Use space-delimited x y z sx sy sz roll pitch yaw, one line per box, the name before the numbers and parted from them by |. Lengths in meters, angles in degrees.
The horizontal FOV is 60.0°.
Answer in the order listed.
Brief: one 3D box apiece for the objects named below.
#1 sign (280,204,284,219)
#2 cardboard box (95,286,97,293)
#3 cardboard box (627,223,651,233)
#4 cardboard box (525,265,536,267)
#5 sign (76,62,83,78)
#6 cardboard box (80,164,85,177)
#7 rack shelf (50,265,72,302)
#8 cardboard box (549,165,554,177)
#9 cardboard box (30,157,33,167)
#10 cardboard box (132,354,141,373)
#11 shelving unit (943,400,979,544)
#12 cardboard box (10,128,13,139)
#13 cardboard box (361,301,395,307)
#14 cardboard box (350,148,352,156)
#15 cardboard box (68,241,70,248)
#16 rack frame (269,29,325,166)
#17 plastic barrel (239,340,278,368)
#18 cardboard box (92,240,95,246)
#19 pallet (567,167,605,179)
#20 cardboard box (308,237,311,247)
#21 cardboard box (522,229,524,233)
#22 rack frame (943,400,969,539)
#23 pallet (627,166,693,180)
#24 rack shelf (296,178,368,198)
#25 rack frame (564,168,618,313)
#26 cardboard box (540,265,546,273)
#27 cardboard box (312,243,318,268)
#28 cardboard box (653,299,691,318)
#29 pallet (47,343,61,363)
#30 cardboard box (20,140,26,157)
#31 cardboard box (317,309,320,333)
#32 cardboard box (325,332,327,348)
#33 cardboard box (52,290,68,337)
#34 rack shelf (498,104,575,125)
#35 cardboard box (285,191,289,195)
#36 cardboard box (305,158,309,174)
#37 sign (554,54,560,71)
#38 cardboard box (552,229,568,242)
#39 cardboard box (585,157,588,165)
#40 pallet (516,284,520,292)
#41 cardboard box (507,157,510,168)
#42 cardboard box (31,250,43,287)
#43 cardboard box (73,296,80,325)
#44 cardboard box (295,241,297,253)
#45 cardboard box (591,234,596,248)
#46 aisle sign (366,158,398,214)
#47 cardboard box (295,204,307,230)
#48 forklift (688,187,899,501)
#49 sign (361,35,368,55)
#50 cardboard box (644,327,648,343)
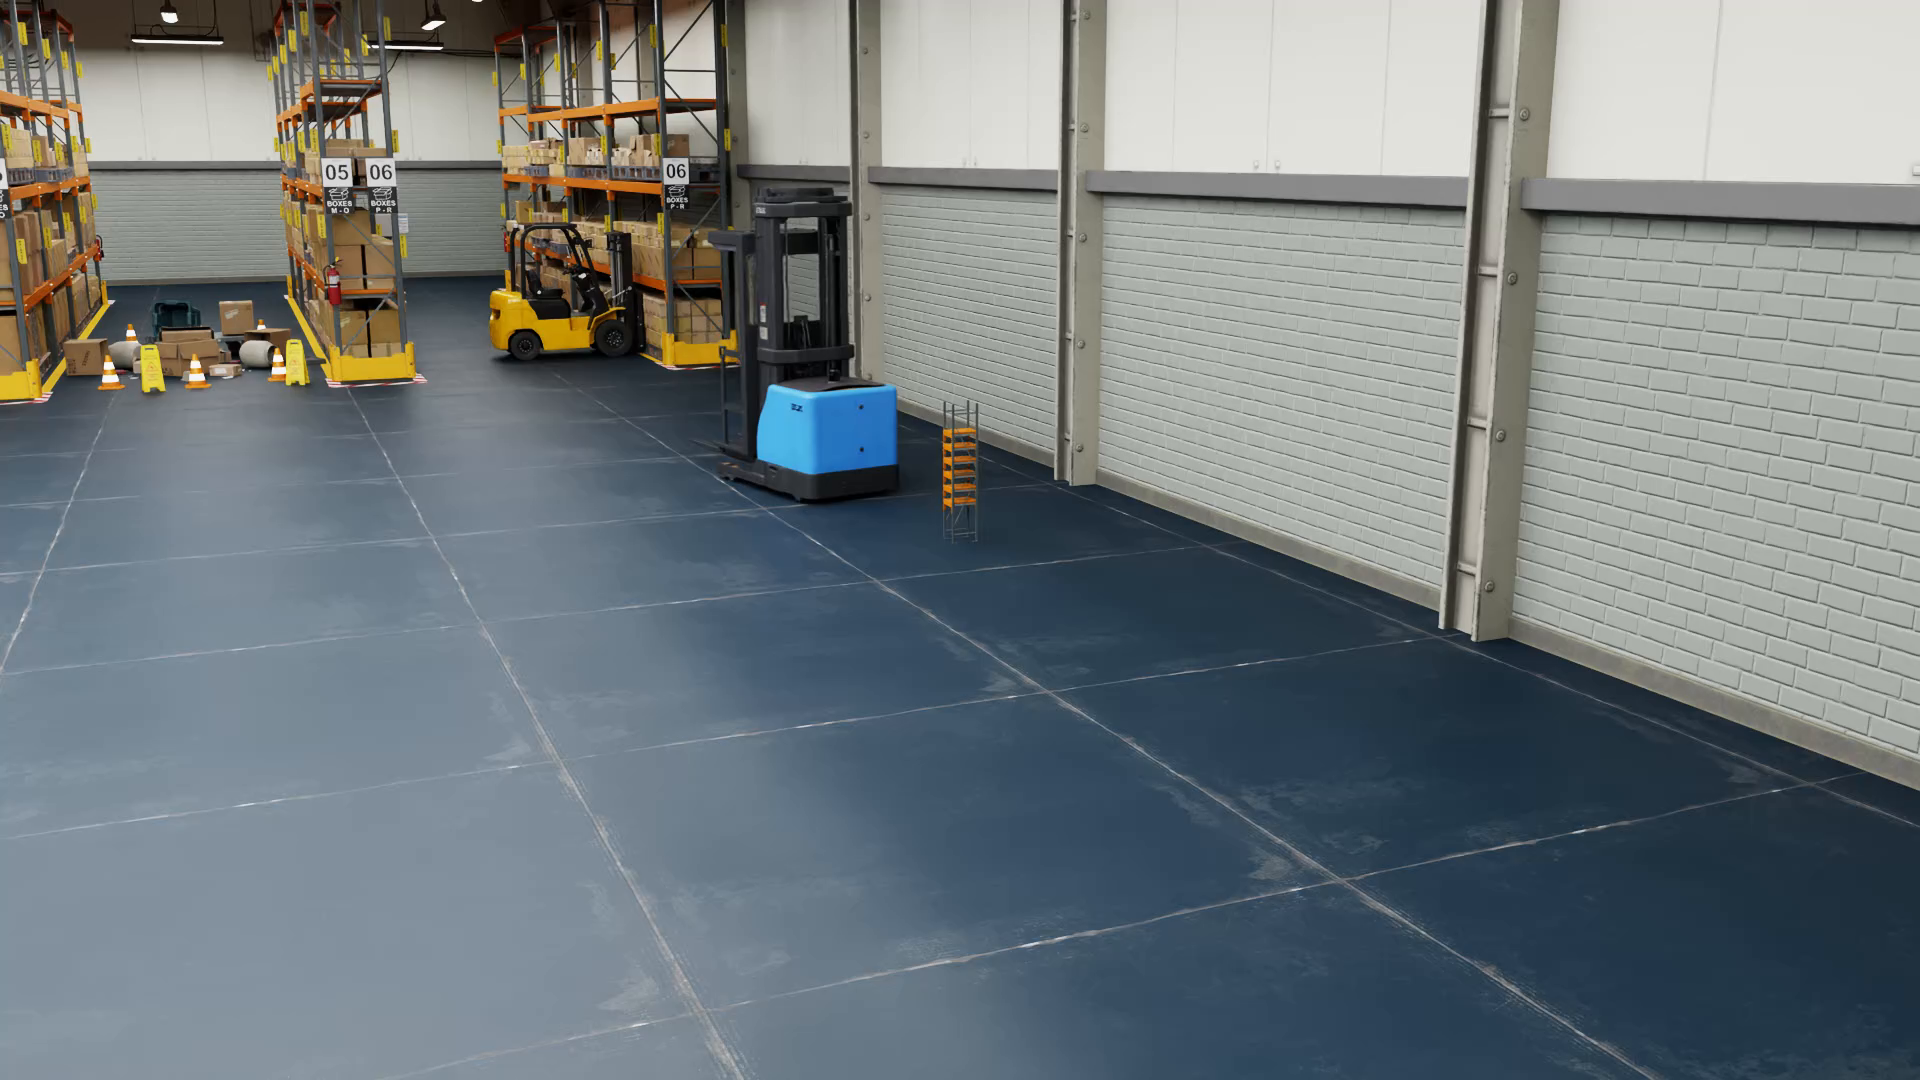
sign | -15.637 -7.582 38.380 0.100 0.325 0.005 -6 14 -23
cardboard box | -18.719 -5.367 35.636 0.380 0.149 0.250 -5 14 -22
cardboard box | -5.481 -5.346 28.495 0.380 0.149 0.250 -6 14 -24
cardboard box | -9.994 -6.173 39.001 0.500 0.500 0.500 -5 14 -22
sign | -19.104 -10.203 36.075 0.100 0.325 0.005 -6 14 -23
cardboard box | -18.568 -7.704 34.684 0.500 0.250 0.500 -5 14 -20
rack shelf | -15.615 -4.286 27.831 1.077 0.370 4.000 -6 14 -23
cardboard box | -8.205 -7.646 34.434 0.500 0.250 0.500 -6 14 -23
cardboard box | -14.274 -5.717 25.170 0.380 0.149 0.250 -5 14 -22
cardboard box | -12.438 -2.702 25.457 0.396 0.266 0.258 -3 13 -13
shelving unit | 0.006 -0.582 14.222 0.258 1.200 0.189 -6 14 -23
cardboard box | -13.357 -5.632 23.035 0.380 0.149 0.250 -5 14 -22
cardboard box | -9.203 -3.503 26.358 0.500 0.500 0.500 -5 14 -22
cardboard box | -9.253 -6.001 25.783 0.380 0.149 0.250 -5 14 -22
cardboard box | -17.046 -5.570 31.409 0.380 0.149 0.250 -6 14 -25
rack frame | -15.126 -10.093 38.022 1.000 3.000 0.127 -6 14 -23
plastic barrel | -10.931 -2.899 25.959 0.512 0.421 0.421 4 14 16
cardboard box | -19.231 -6.538 36.524 0.380 0.149 0.250 -6 14 -23
pallet | -7.021 -7.204 32.609 1.213 0.211 1.003 -5 14 -20
cardboard box | -11.326 -5.482 29.589 0.500 0.500 0.500 -6 14 -25
cardboard box | -9.806 -7.154 38.302 0.500 0.250 0.500 -6 14 -23
rack frame | -0.031 -0.600 14.303 0.240 1.200 0.006 -6 14 -23
pallet | -4.922 -6.133 27.760 1.003 0.211 1.213 -6 14 -23
rack shelf | -11.120 -6.215 29.514 1.077 0.370 4.000 -6 14 -23
rack frame | -7.375 -5.967 33.497 1.000 3.000 0.127 -6 14 -23
cardboard box | -9.077 -5.998 36.805 0.380 0.149 0.250 -5 14 -20
cardboard box | -10.398 -4.769 27.440 0.500 0.500 0.500 -6 14 -23
cardboard box | -4.640 -3.733 26.795 0.500 0.250 0.500 -5 14 -21
pallet | -15.192 -3.017 26.938 1.003 0.211 1.213 -6 14 -23
cardboard box | -13.981 -5.723 24.313 0.500 0.250 0.500 -6 14 -23
cardboard box | -10.822 -3.872 29.343 0.950 0.372 0.625 -5 14 -19
cardboard box | -9.891 -3.191 26.672 0.500 0.250 0.500 -6 14 -24
cardboard box | -15.901 -3.844 28.383 1.050 0.750 0.750 -5 14 -22
rack shelf | -9.778 -9.777 38.258 1.077 0.370 4.000 -6 14 -23
cardboard box | -14.946 -7.759 37.365 0.380 0.149 0.250 -6 14 -25
cardboard box | -10.393 -6.109 27.132 0.500 0.250 0.500 -6 14 -24
sign | -7.868 -9.332 32.486 0.100 0.325 0.005 -6 14 -23
cardboard box | -8.094 -6.287 34.282 0.500 0.250 0.500 -6 14 -26
cardboard box | -6.800 -7.092 31.110 0.380 0.149 0.250 -6 14 -24
pallet | -10.229 -6.080 40.174 1.003 0.211 1.213 -6 14 -23
cardboard box | -10.429 -8.933 39.335 0.500 0.250 0.500 -5 14 -22
cardboard box | -14.414 -4.109 25.140 0.875 0.550 0.550 -6 14 -23
cardboard box | -16.466 -4.205 30.500 0.500 0.500 0.500 -6 14 -25
cardboard box | -13.190 -5.942 33.723 0.500 0.250 0.500 -6 14 -23
cardboard box | -6.615 -5.601 31.141 0.500 0.250 0.500 -5 14 -22
aisle sign | -8.408 -5.146 24.188 0.394 0.787 0.004 -6 14 -23
cardboard box | -12.774 -6.345 32.693 0.500 0.500 0.500 -6 14 -23
forklift | -1.843 -2.080 16.858 1.130 2.935 3.031 -9 16 -34
sign | -9.814 -8.153 27.391 0.100 0.325 0.005 -6 14 -23
cardboard box | -5.030 -3.455 27.812 0.500 0.250 0.500 -5 14 -22
